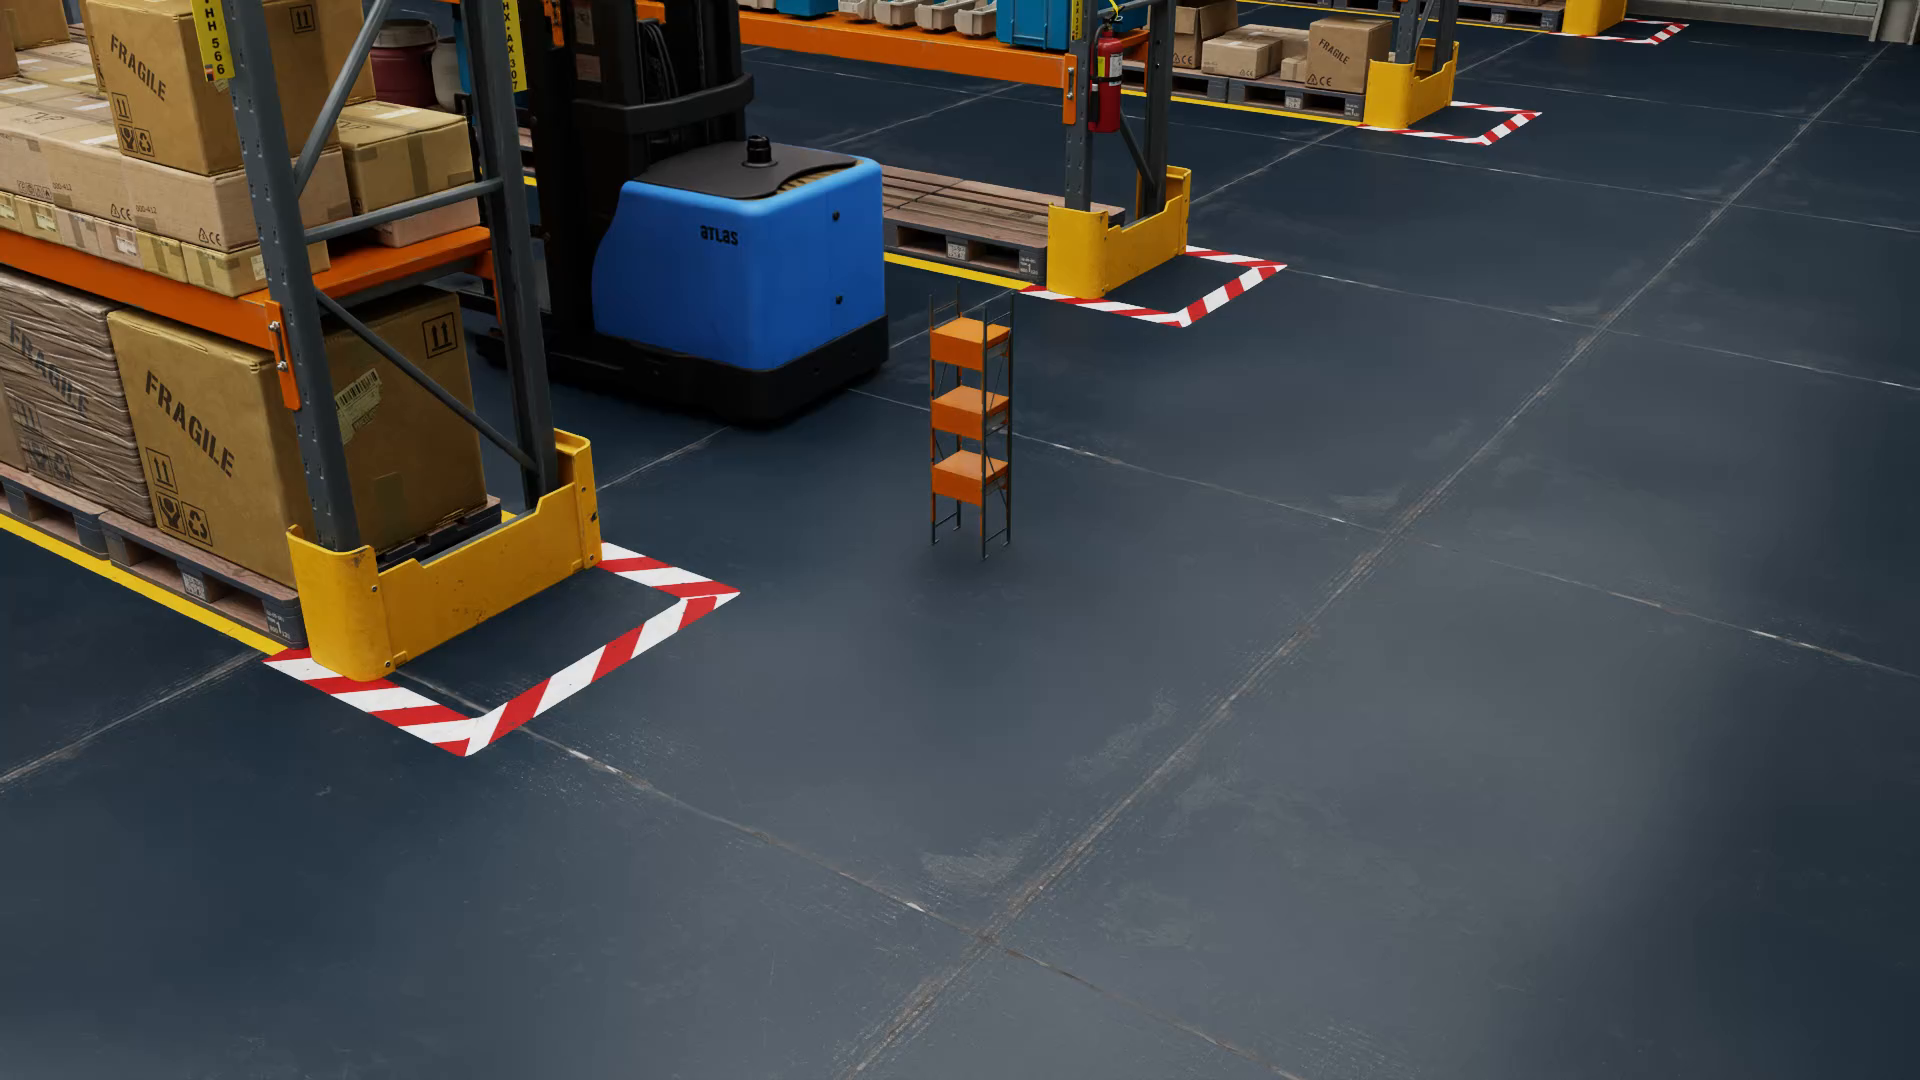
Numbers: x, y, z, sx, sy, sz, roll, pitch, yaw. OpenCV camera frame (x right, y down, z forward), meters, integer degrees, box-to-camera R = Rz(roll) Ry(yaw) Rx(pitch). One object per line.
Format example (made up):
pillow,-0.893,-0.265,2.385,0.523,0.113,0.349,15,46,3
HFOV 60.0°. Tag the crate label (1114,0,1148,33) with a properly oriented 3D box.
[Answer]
crate label,0.901,-3.090,9.633,0.303,0.233,0.416,17,32,30

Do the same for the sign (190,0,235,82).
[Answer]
sign,-2.204,-1.522,4.895,0.005,0.325,0.100,17,32,30

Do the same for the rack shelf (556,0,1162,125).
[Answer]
rack shelf,-0.730,-3.144,10.414,4.000,0.370,1.077,17,32,30

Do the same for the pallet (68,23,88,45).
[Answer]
pallet,-8.304,-4.603,15.562,1.213,0.211,1.003,17,32,30

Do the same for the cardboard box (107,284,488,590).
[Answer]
cardboard box,-2.459,-0.474,6.254,0.875,0.875,0.875,17,32,30

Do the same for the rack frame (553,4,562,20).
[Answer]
rack frame,-2.379,-3.978,11.260,0.127,3.000,1.000,17,32,30

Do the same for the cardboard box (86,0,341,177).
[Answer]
cardboard box,-2.436,-1.526,5.453,0.500,0.500,0.500,18,32,31

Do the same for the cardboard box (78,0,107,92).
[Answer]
cardboard box,-2.971,-1.983,6.350,0.500,0.500,0.500,16,31,29

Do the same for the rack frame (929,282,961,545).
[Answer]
rack frame,-0.056,-0.485,6.546,0.008,1.050,0.200,17,32,30

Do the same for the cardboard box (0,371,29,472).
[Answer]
cardboard box,-3.942,-0.936,7.162,0.875,0.875,0.875,17,32,30

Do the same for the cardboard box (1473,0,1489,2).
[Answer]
cardboard box,5.481,-5.999,17.524,0.500,0.500,0.700,17,32,30

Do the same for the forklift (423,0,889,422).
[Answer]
forklift,-1.877,-2.348,8.132,3.031,2.935,1.130,16,31,29

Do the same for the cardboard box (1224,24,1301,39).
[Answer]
cardboard box,2.614,-4.275,14.390,0.500,0.250,0.500,17,32,30

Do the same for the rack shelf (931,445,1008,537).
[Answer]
rack shelf,0.044,-0.197,6.616,0.240,0.259,0.215,17,32,30

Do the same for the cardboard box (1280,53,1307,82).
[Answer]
cardboard box,2.856,-3.921,13.786,0.250,0.166,0.380,17,32,30

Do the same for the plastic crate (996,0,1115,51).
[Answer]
plastic crate,0.537,-3.010,9.252,0.499,0.435,0.616,17,32,30

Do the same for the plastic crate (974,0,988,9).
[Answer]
plastic crate,0.125,-3.334,10.220,0.298,0.136,0.250,17,32,30

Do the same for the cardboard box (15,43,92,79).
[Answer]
cardboard box,-3.822,-1.914,7.042,0.500,0.250,0.500,18,32,31

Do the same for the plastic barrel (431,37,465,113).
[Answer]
plastic barrel,-3.816,-3.563,12.724,0.421,0.512,0.421,0,27,0

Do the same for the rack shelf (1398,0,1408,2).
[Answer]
rack shelf,2.077,-4.995,14.051,4.000,0.370,1.077,17,32,30

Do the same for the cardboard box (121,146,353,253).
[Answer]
cardboard box,-2.435,-1.190,5.619,0.500,0.250,0.500,17,31,30

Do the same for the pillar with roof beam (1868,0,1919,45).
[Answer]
pillar with roof beam,6.806,-7.349,11.270,0.400,9.000,9.100,17,32,30

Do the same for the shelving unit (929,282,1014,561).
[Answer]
shelving unit,0.044,-0.454,6.485,0.252,1.050,0.215,17,32,30

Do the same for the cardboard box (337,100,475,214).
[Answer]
cardboard box,-2.129,-1.389,6.010,0.500,0.250,0.500,16,31,29

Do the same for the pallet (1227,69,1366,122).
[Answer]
pallet,3.006,-3.783,13.951,1.213,0.211,1.003,17,32,30

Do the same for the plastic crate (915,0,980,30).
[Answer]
plastic crate,-0.087,-3.082,9.723,0.243,0.136,0.396,17,32,30

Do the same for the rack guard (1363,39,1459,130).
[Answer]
rack guard,3.663,-3.708,13.484,0.348,0.500,1.175,17,32,30

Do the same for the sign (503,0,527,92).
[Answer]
sign,-1.567,-1.727,5.794,0.005,0.325,0.100,17,32,30

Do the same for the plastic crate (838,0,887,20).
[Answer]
plastic crate,-0.585,-3.213,9.982,0.250,0.136,0.298,17,32,30

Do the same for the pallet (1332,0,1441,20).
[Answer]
pallet,4.823,-5.902,18.115,1.213,0.211,1.003,17,32,30

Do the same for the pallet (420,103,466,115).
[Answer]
pallet,-4.001,-3.262,12.928,1.213,0.211,1.003,17,32,30

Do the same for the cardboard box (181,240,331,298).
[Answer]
cardboard box,-2.366,-0.956,5.598,0.250,0.149,0.380,18,32,31

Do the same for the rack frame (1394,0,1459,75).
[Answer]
rack frame,3.726,-4.802,12.879,0.127,3.000,1.000,17,32,30

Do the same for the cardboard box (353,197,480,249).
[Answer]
cardboard box,-1.992,-1.202,6.082,0.250,0.149,0.380,18,32,31

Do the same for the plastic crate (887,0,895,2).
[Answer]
plastic crate,-0.431,-3.505,10.449,0.300,0.233,0.416,17,32,30

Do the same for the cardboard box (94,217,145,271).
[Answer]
cardboard box,-2.788,-1.087,5.856,0.250,0.149,0.380,17,32,30

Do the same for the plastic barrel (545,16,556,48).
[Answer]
plastic barrel,-2.817,-3.376,11.928,0.708,0.901,0.600,17,32,30

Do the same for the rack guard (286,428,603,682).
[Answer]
rack guard,-1.866,0.021,6.158,0.348,0.500,1.175,17,32,30

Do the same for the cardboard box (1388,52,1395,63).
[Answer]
cardboard box,3.575,-3.964,13.889,0.250,0.149,0.380,17,32,30

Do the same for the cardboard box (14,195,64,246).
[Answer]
cardboard box,-3.208,-1.218,6.112,0.250,0.149,0.380,17,31,29

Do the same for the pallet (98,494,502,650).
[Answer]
pallet,-2.589,-0.033,6.582,1.213,0.211,1.003,17,32,30

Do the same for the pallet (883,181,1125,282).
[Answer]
pallet,0.261,-1.935,10.319,1.213,0.211,1.003,17,32,30

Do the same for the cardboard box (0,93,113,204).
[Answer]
cardboard box,-3.273,-1.452,6.132,0.500,0.250,0.500,16,31,29

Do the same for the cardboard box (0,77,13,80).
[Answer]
cardboard box,-4.107,-1.713,6.647,0.500,0.250,0.500,18,32,32

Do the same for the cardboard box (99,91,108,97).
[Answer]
cardboard box,-2.973,-1.651,6.524,0.500,0.250,0.500,16,31,29
